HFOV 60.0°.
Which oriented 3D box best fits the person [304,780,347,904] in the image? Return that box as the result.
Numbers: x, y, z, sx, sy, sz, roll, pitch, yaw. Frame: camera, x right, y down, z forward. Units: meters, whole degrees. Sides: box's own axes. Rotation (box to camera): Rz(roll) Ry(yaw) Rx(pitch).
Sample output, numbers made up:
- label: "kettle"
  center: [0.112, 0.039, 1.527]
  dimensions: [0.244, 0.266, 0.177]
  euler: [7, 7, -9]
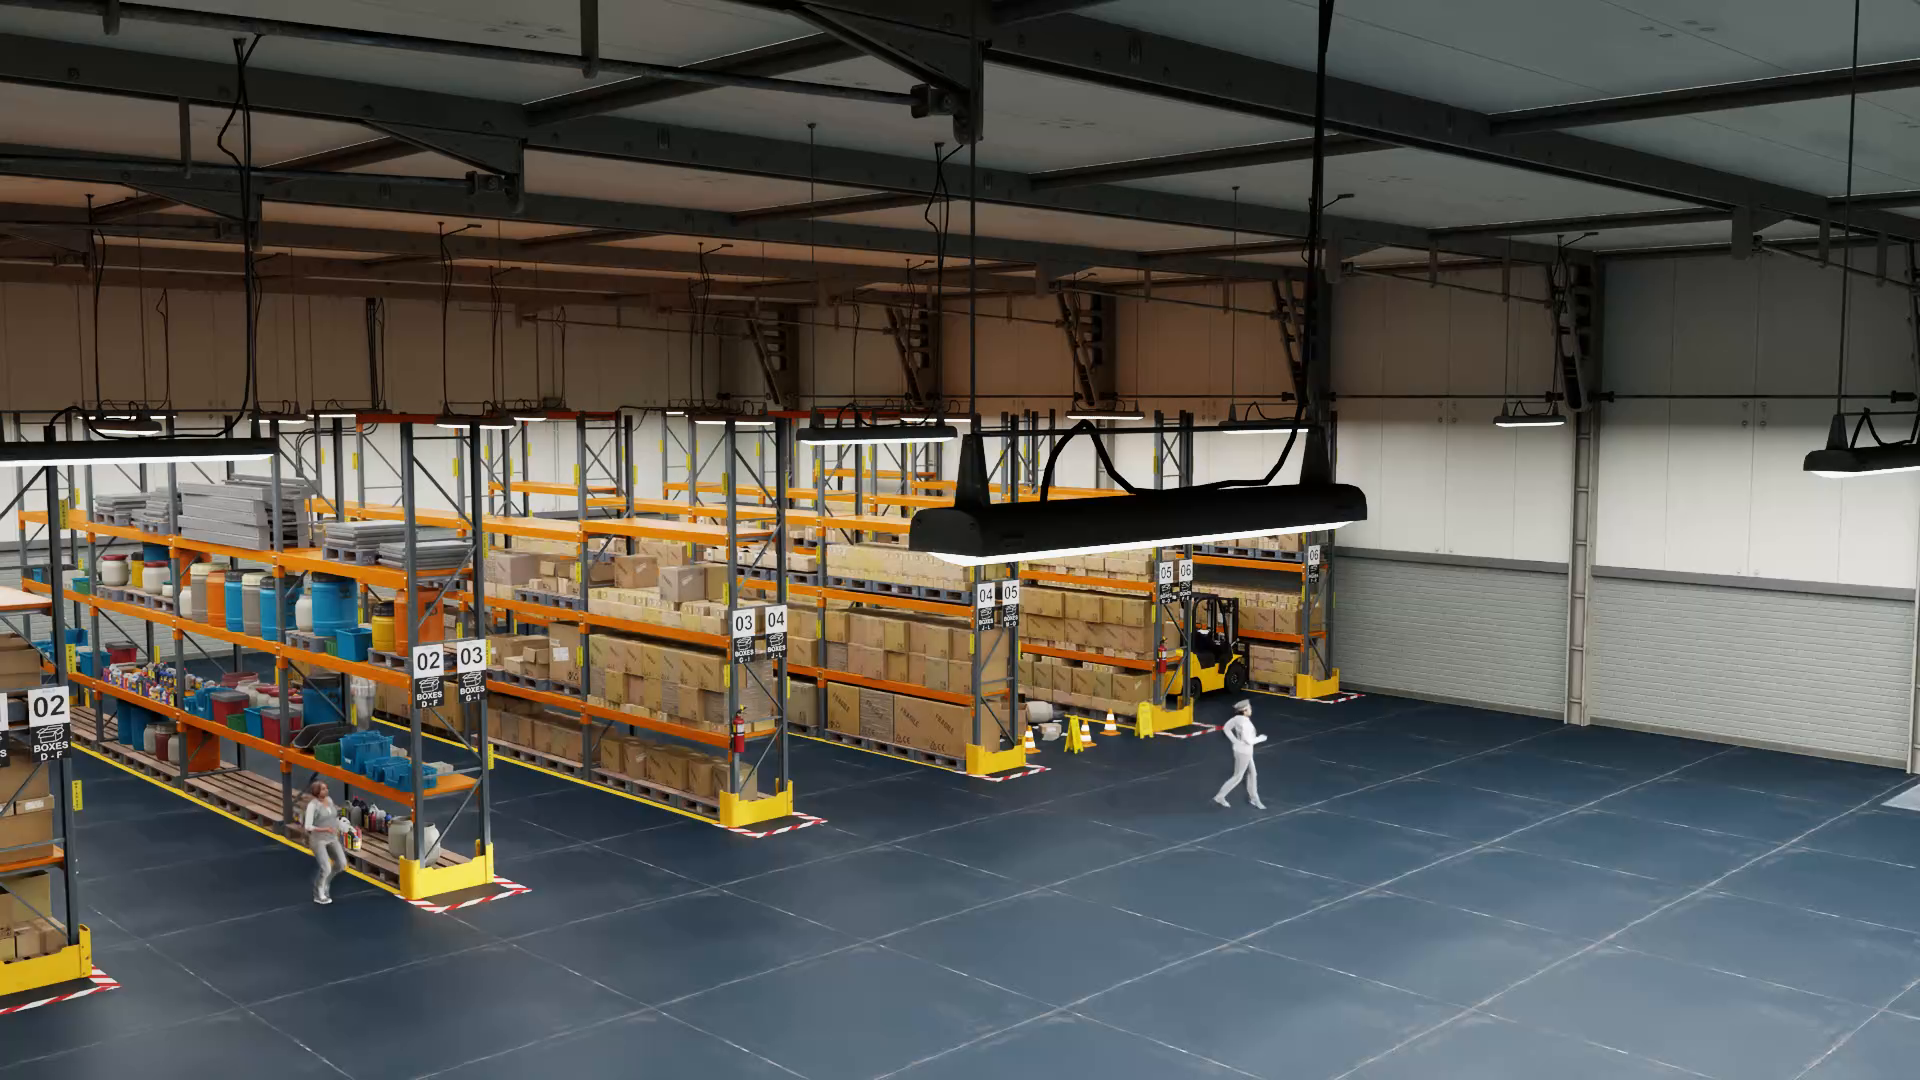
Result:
- label: "person"
  center: [-7.852, 3.753, 20.645]
  dimensions: [0.532, 1.556, 0.525]
  euler: [2, 6, 26]

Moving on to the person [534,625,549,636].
- label: "person"
  center: [-10.198, 1.967, 40.902]
  dimensions: [0.637, 1.701, 0.644]
  euler: [1, 5, 17]

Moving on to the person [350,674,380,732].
- label: "person"
  center: [-10.821, 2.840, 30.226]
  dimensions: [0.695, 1.855, 0.648]
  euler: [5, 7, 43]

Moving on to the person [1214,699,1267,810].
- label: "person"
  center: [4.281, 3.284, 25.325]
  dimensions: [0.839, 1.742, 0.603]
  euler: [0, 5, -2]
